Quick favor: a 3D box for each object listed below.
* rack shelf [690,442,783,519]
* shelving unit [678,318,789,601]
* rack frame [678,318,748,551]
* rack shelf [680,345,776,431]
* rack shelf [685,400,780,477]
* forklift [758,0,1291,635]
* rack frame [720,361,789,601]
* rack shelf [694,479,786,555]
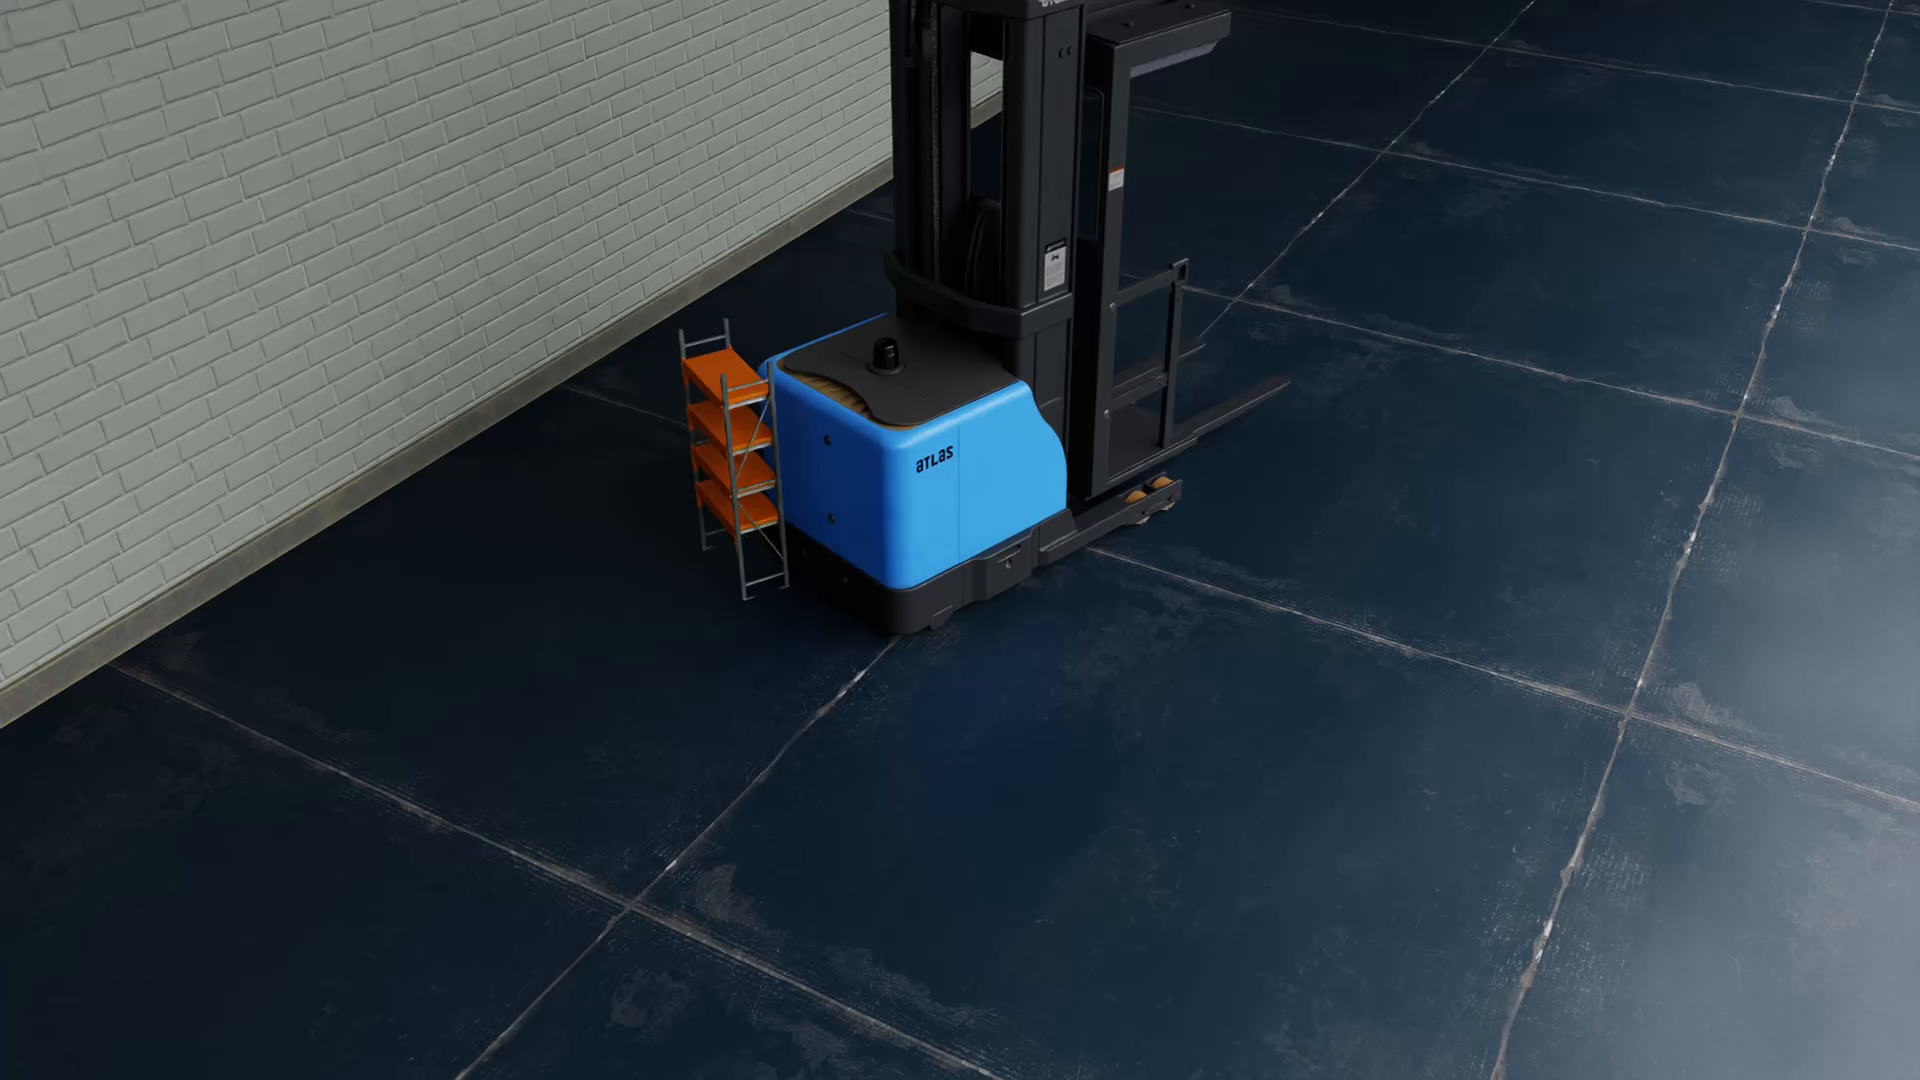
[{"bbox_3d":[-1.043,-0.308,7.750,0.258,0.148,0.480,-18,38,-24],"label":"rack shelf"},{"bbox_3d":[-1.044,-0.364,7.712,0.258,1.200,0.503,-18,38,-24],"label":"shelving unit"},{"bbox_3d":[-1.165,-0.481,7.888,0.240,1.200,0.015,-18,38,-24],"label":"rack frame"},{"bbox_3d":[-1.046,-0.690,7.493,0.258,0.148,0.480,-18,38,-24],"label":"rack shelf"},{"bbox_3d":[-1.044,-0.494,7.625,0.258,0.148,0.480,-18,38,-24],"label":"rack shelf"},{"bbox_3d":[0.492,-1.491,7.844,3.031,2.935,1.130,-27,42,-34],"label":"forklift"},{"bbox_3d":[-0.922,-0.246,7.536,0.240,1.200,0.015,-18,38,-24],"label":"rack frame"},{"bbox_3d":[-1.042,-0.143,7.860,0.258,0.148,0.480,-18,38,-24],"label":"rack shelf"}]
